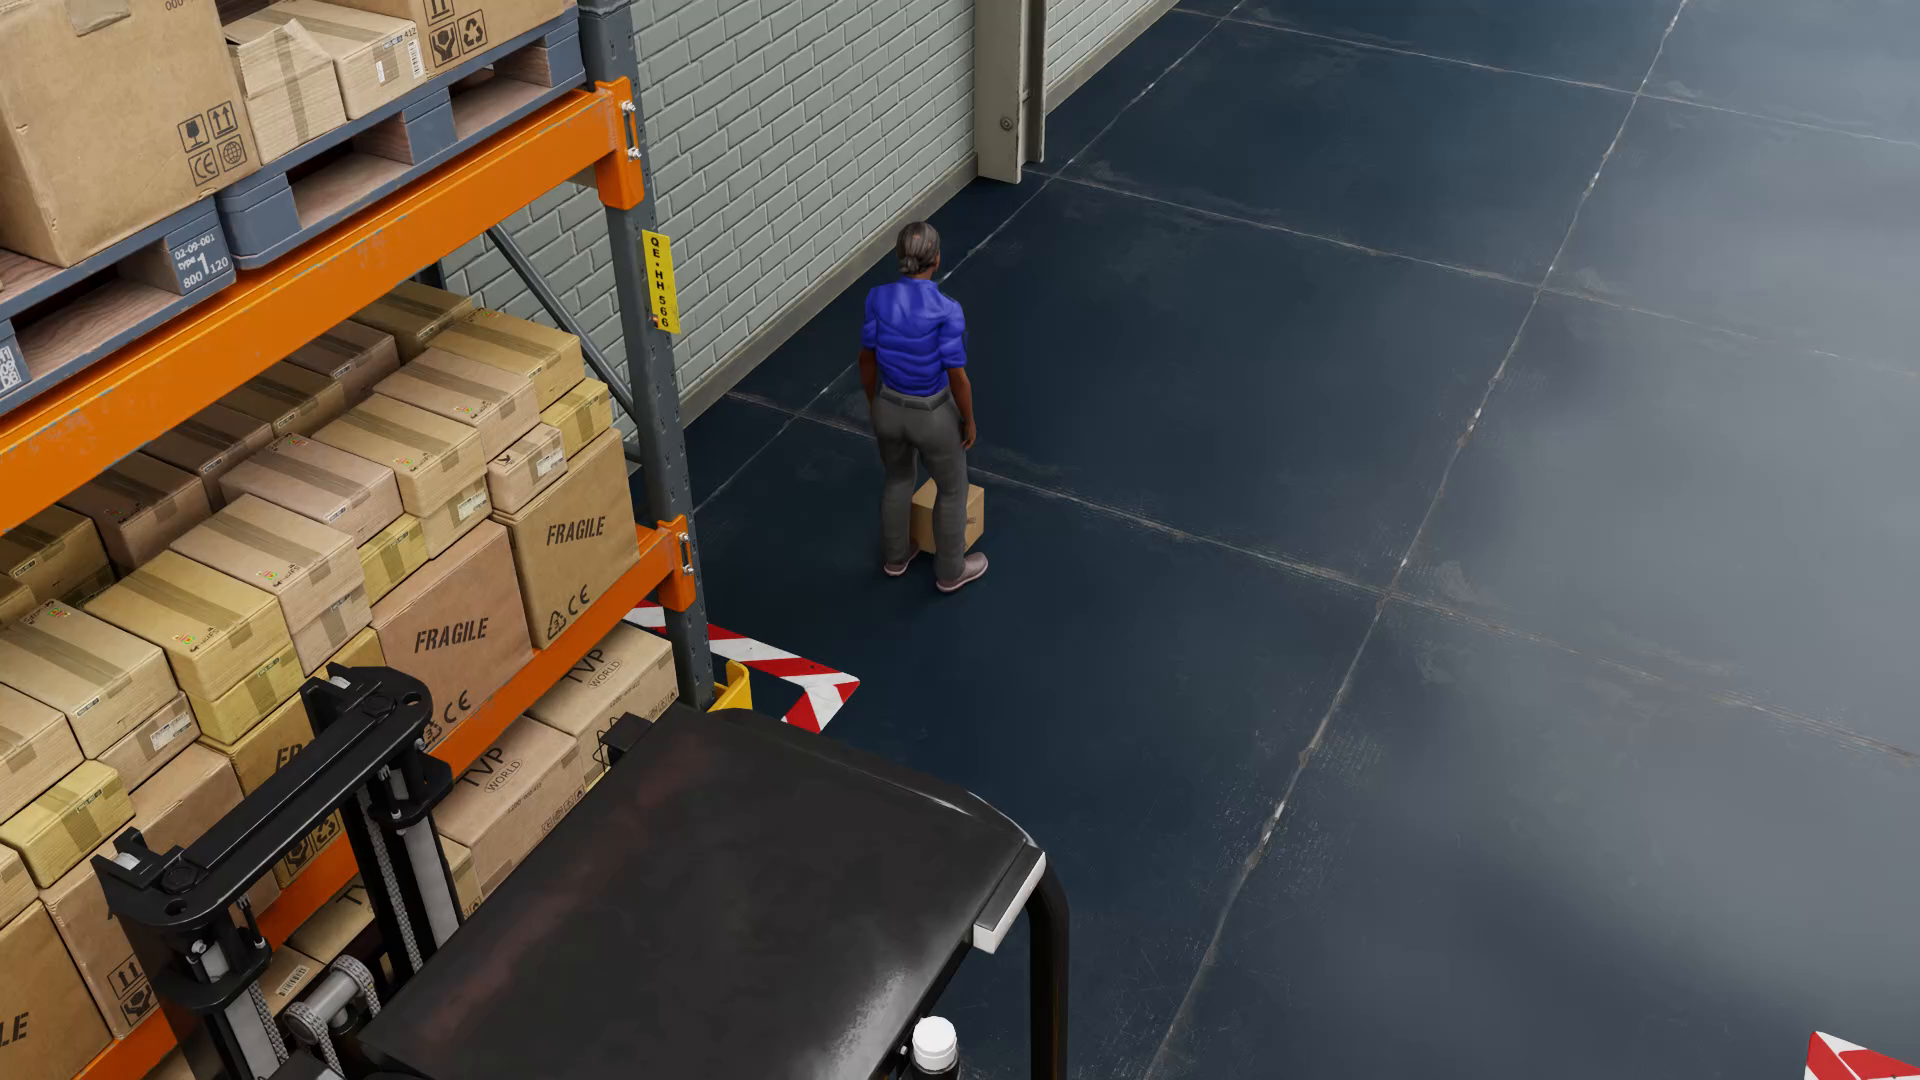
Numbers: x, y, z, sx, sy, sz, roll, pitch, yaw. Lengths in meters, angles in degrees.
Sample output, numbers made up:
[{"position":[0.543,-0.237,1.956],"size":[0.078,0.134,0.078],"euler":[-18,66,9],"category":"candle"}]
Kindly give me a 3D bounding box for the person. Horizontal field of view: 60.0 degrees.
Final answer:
[{"position":[-0.158,-0.520,6.819],"size":[0.512,1.653,0.348],"euler":[16,41,19],"category":"person"}]
